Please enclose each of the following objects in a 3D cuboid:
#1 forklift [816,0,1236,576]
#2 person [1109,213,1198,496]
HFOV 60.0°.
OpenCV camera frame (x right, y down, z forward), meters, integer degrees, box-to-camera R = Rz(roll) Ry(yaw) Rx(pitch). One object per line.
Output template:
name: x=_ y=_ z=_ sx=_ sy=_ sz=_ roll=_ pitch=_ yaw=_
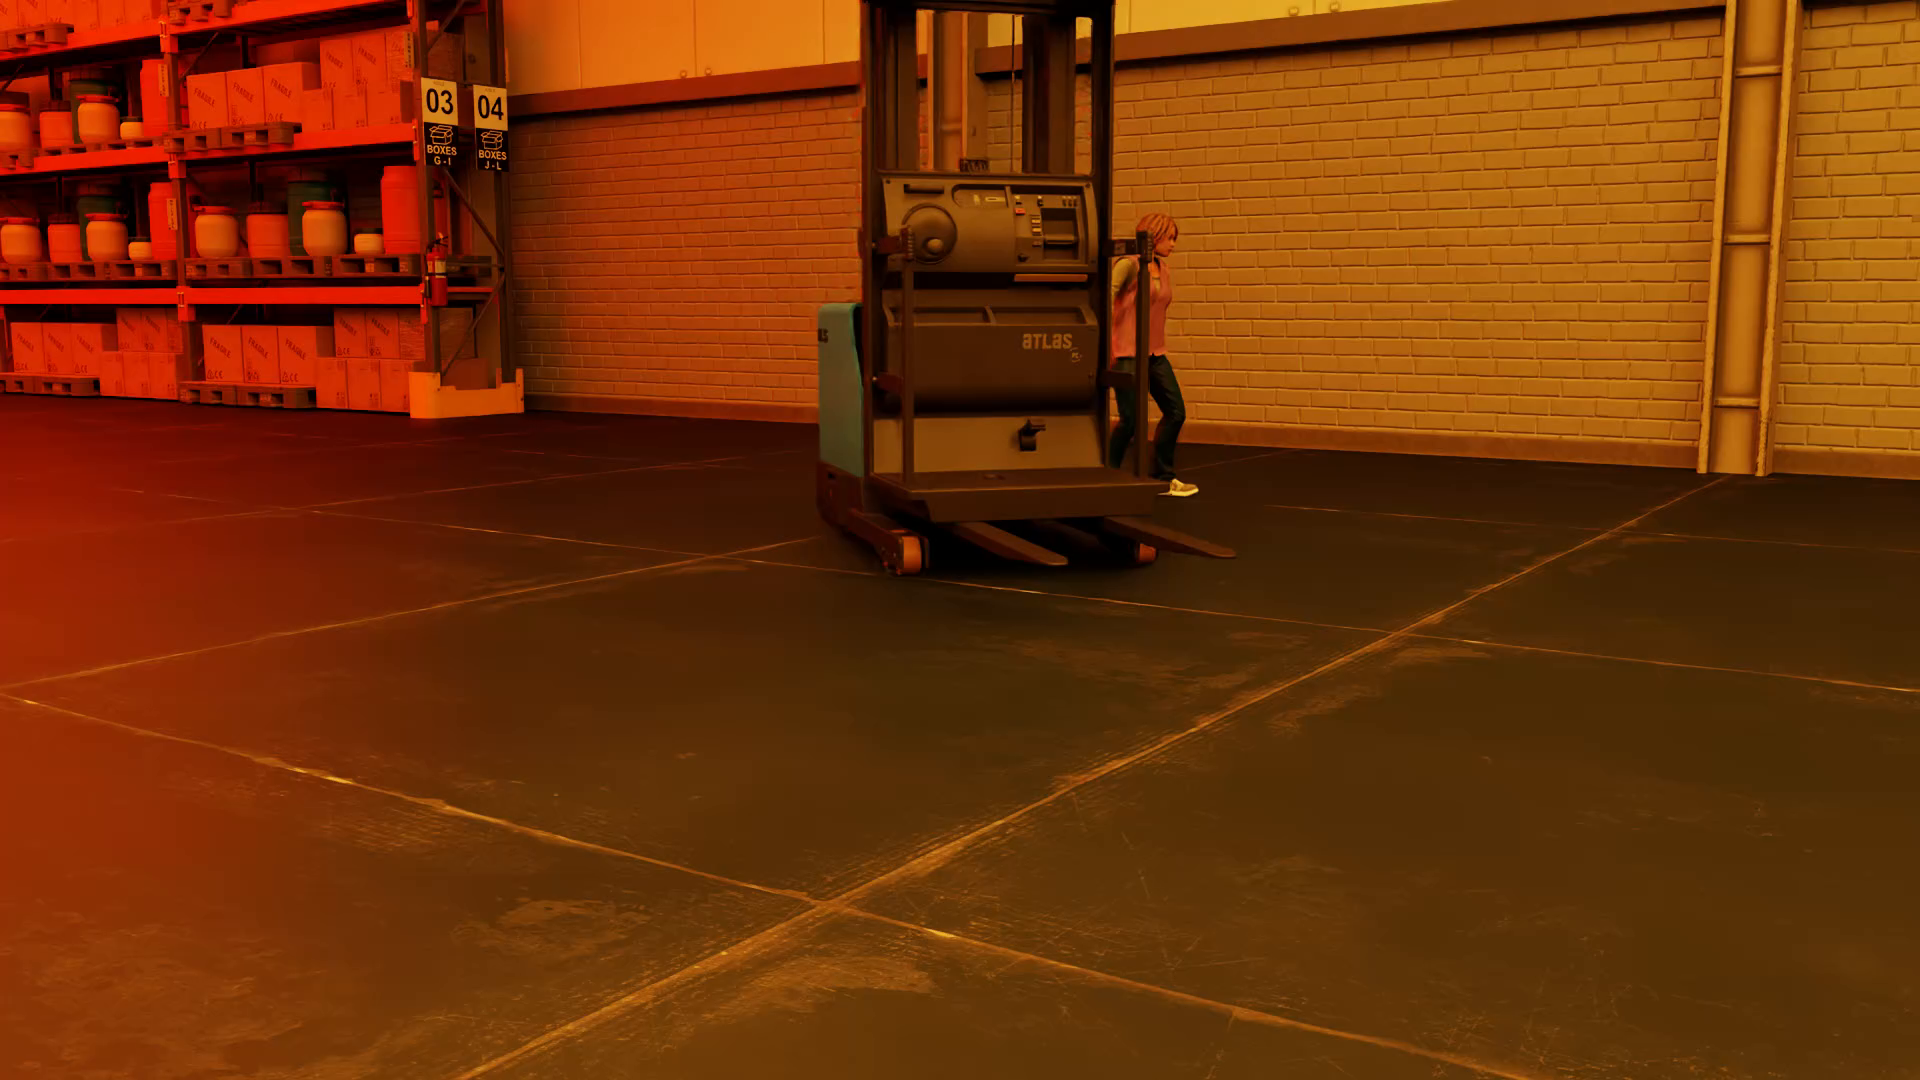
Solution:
forklift: x=0.194 y=-1.367 z=6.809 sx=1.130 sy=2.935 sz=3.031 roll=-2 pitch=8 yaw=-16
person: x=0.978 y=-0.987 z=9.095 sx=0.731 sy=1.563 sz=0.399 roll=-7 pitch=11 yaw=-41
